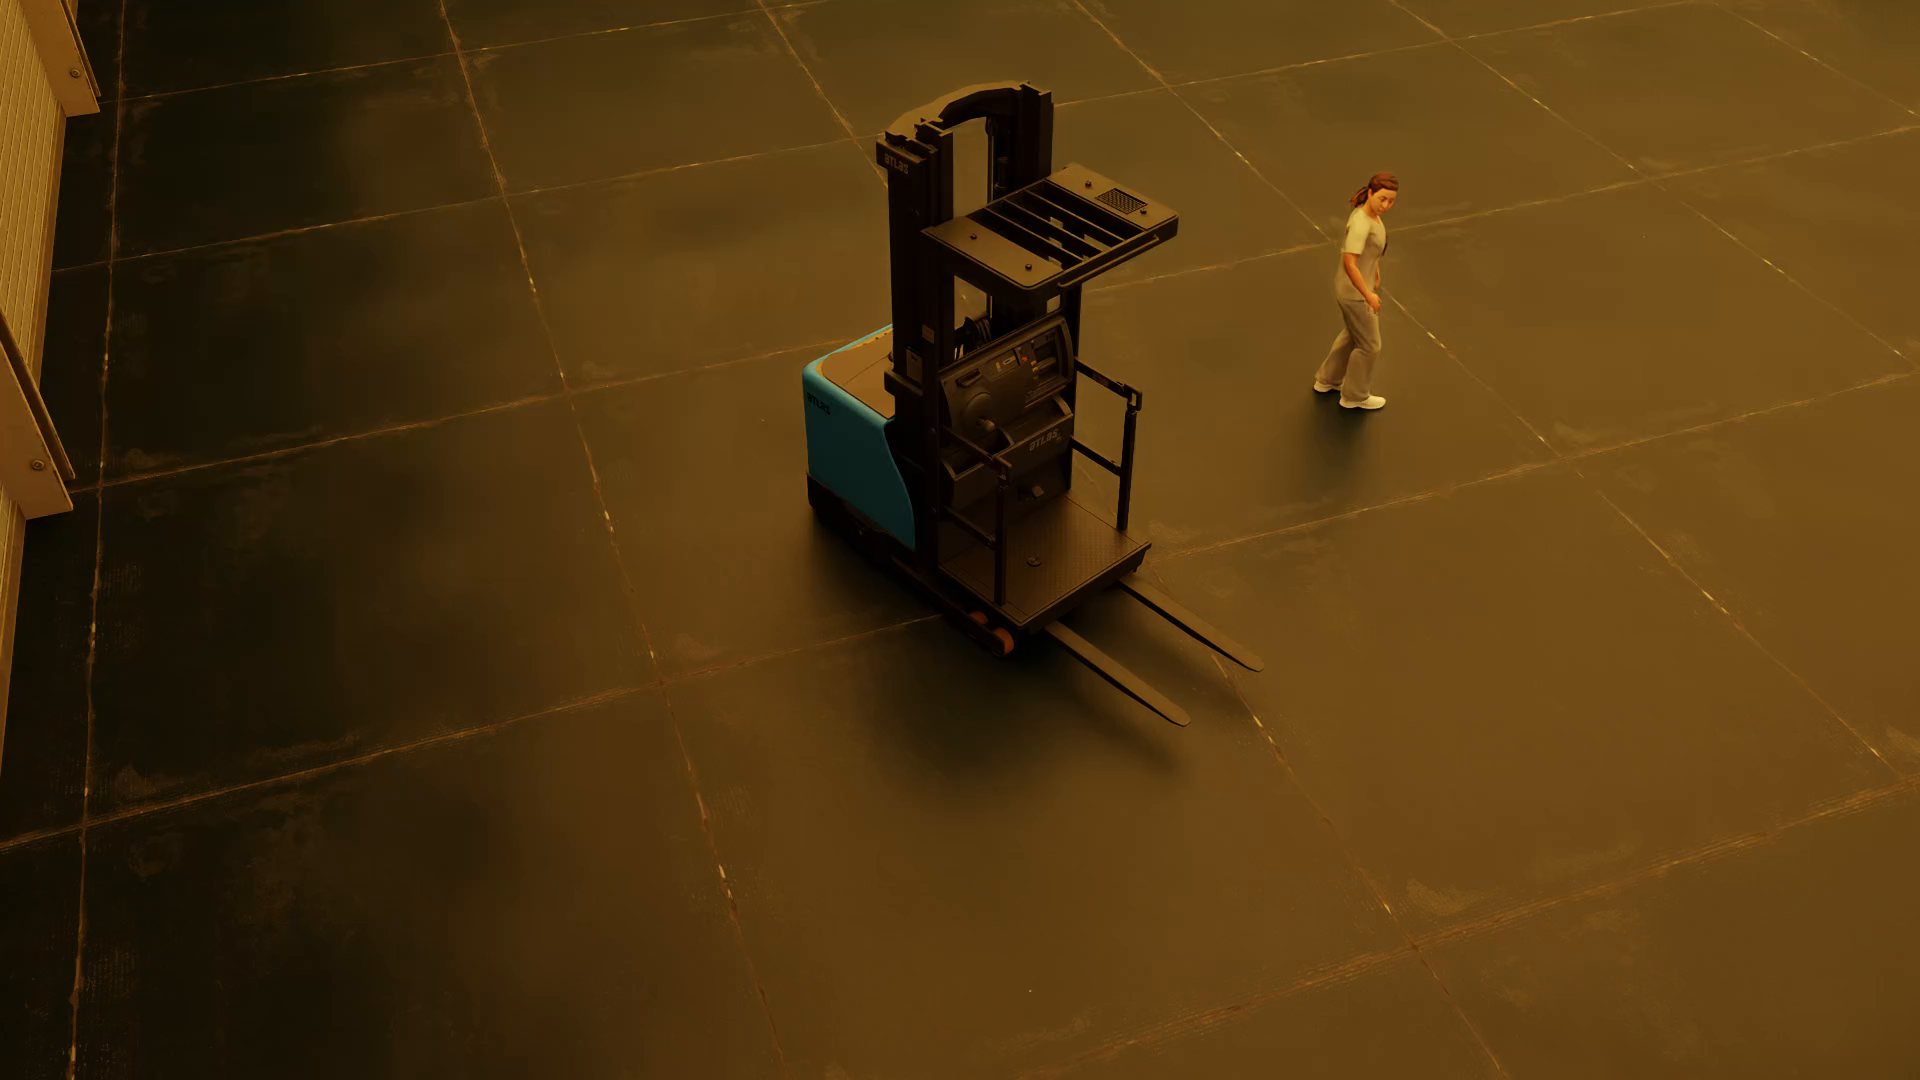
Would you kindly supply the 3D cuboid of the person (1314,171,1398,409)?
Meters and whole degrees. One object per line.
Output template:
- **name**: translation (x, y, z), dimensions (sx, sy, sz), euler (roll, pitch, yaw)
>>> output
- **person**: translation (2.685, -1.650, 10.966), dimensions (0.478, 1.647, 0.630), euler (5, 40, 6)

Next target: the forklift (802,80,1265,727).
- **forklift**: translation (0.409, -0.833, 8.988), dimensions (1.130, 2.935, 3.031), euler (-30, 49, -31)
